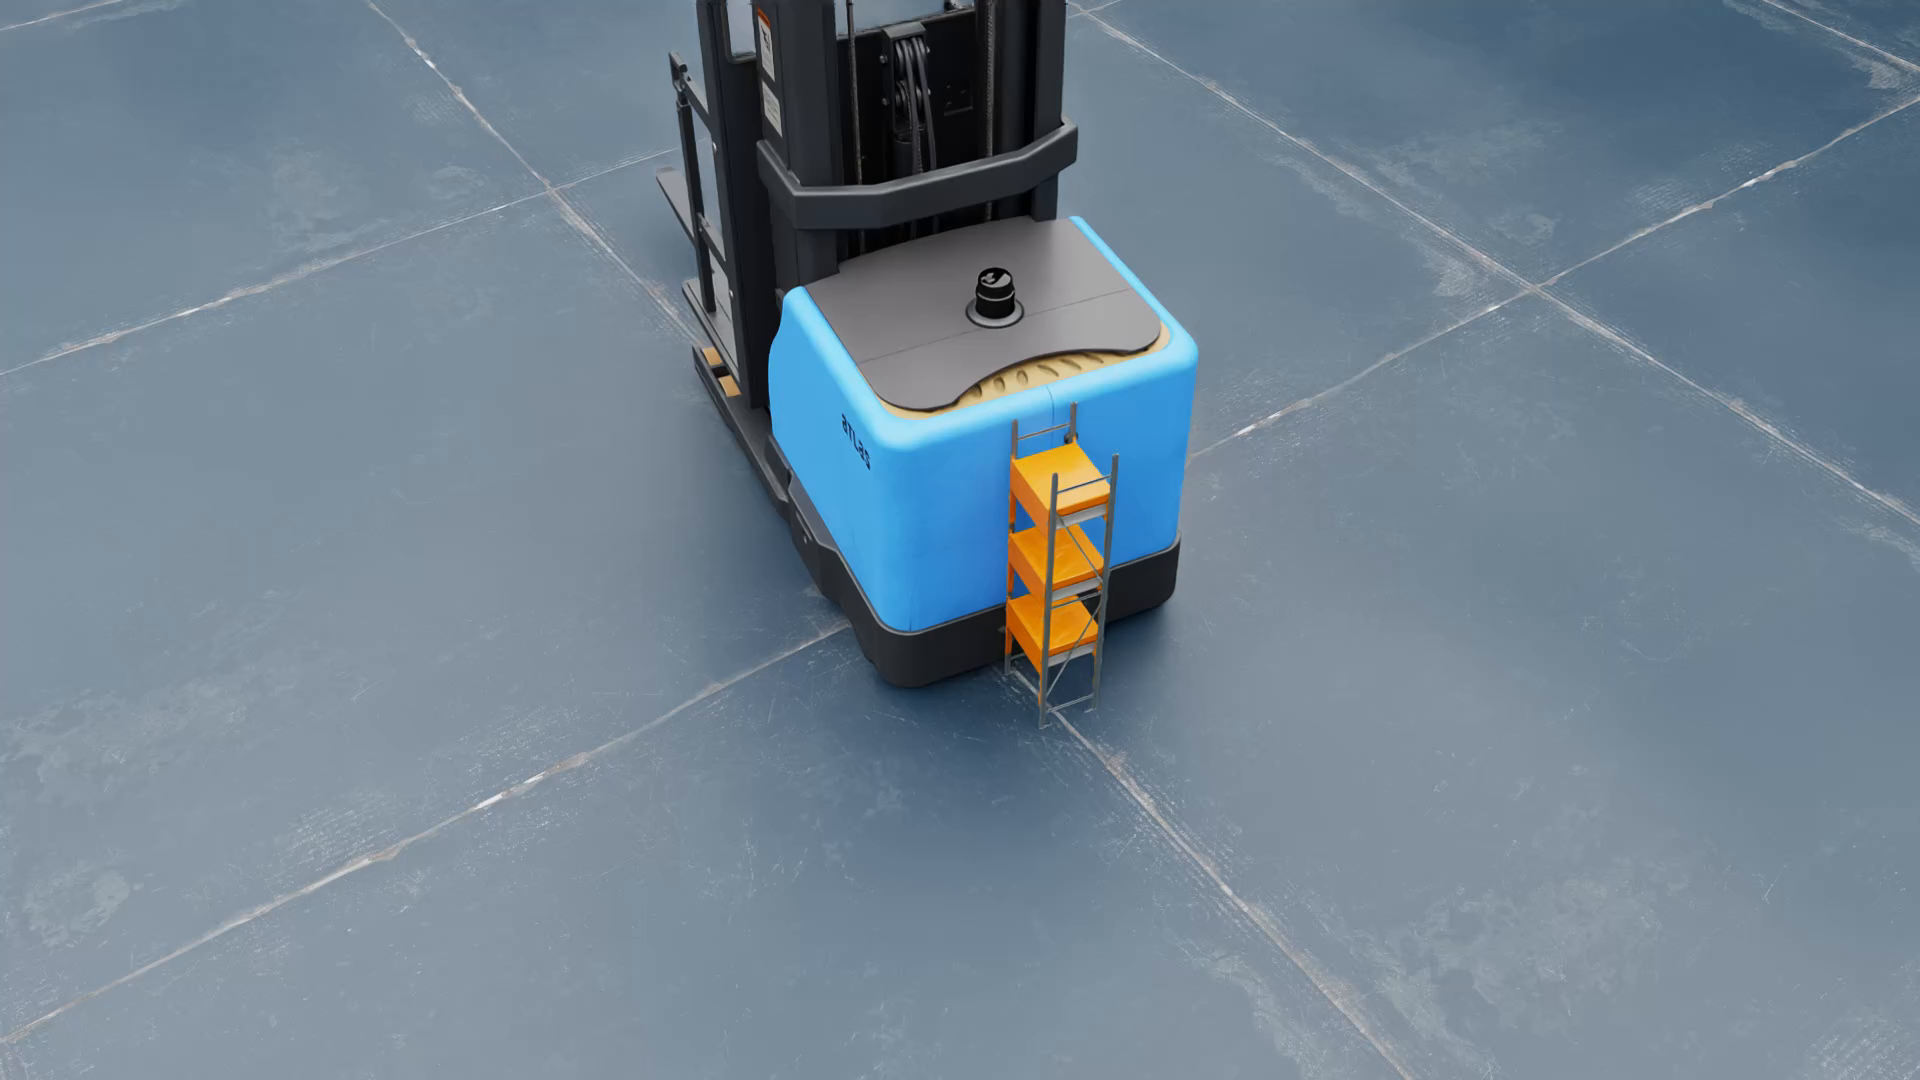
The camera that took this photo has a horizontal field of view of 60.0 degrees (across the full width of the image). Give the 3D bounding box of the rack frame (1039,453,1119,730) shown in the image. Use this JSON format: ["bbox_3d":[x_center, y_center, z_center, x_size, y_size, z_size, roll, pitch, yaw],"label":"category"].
[{"bbox_3d":[0.336,0.177,4.805,0.200,1.050,0.008,-18,46,-17],"label":"rack frame"}]

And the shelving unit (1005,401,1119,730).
[{"bbox_3d":[0.285,0.100,4.885,0.215,1.050,0.252,-18,46,-17],"label":"shelving unit"}]

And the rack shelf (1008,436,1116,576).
[{"bbox_3d":[0.285,-0.097,4.696,0.215,0.259,0.240,-18,46,-17],"label":"rack shelf"}]

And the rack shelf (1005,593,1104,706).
[{"bbox_3d":[0.285,0.309,5.084,0.215,0.259,0.240,-18,46,-17],"label":"rack shelf"}]

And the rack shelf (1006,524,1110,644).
[{"bbox_3d":[0.285,0.108,4.892,0.215,0.259,0.240,-18,46,-17],"label":"rack shelf"}]

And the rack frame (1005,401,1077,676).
[{"bbox_3d":[0.234,0.024,4.965,0.200,1.050,0.008,-18,46,-17],"label":"rack frame"}]

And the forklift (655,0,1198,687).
[{"bbox_3d":[-0.362,-1.627,5.332,1.130,2.935,3.031,-18,46,-17],"label":"forklift"}]
